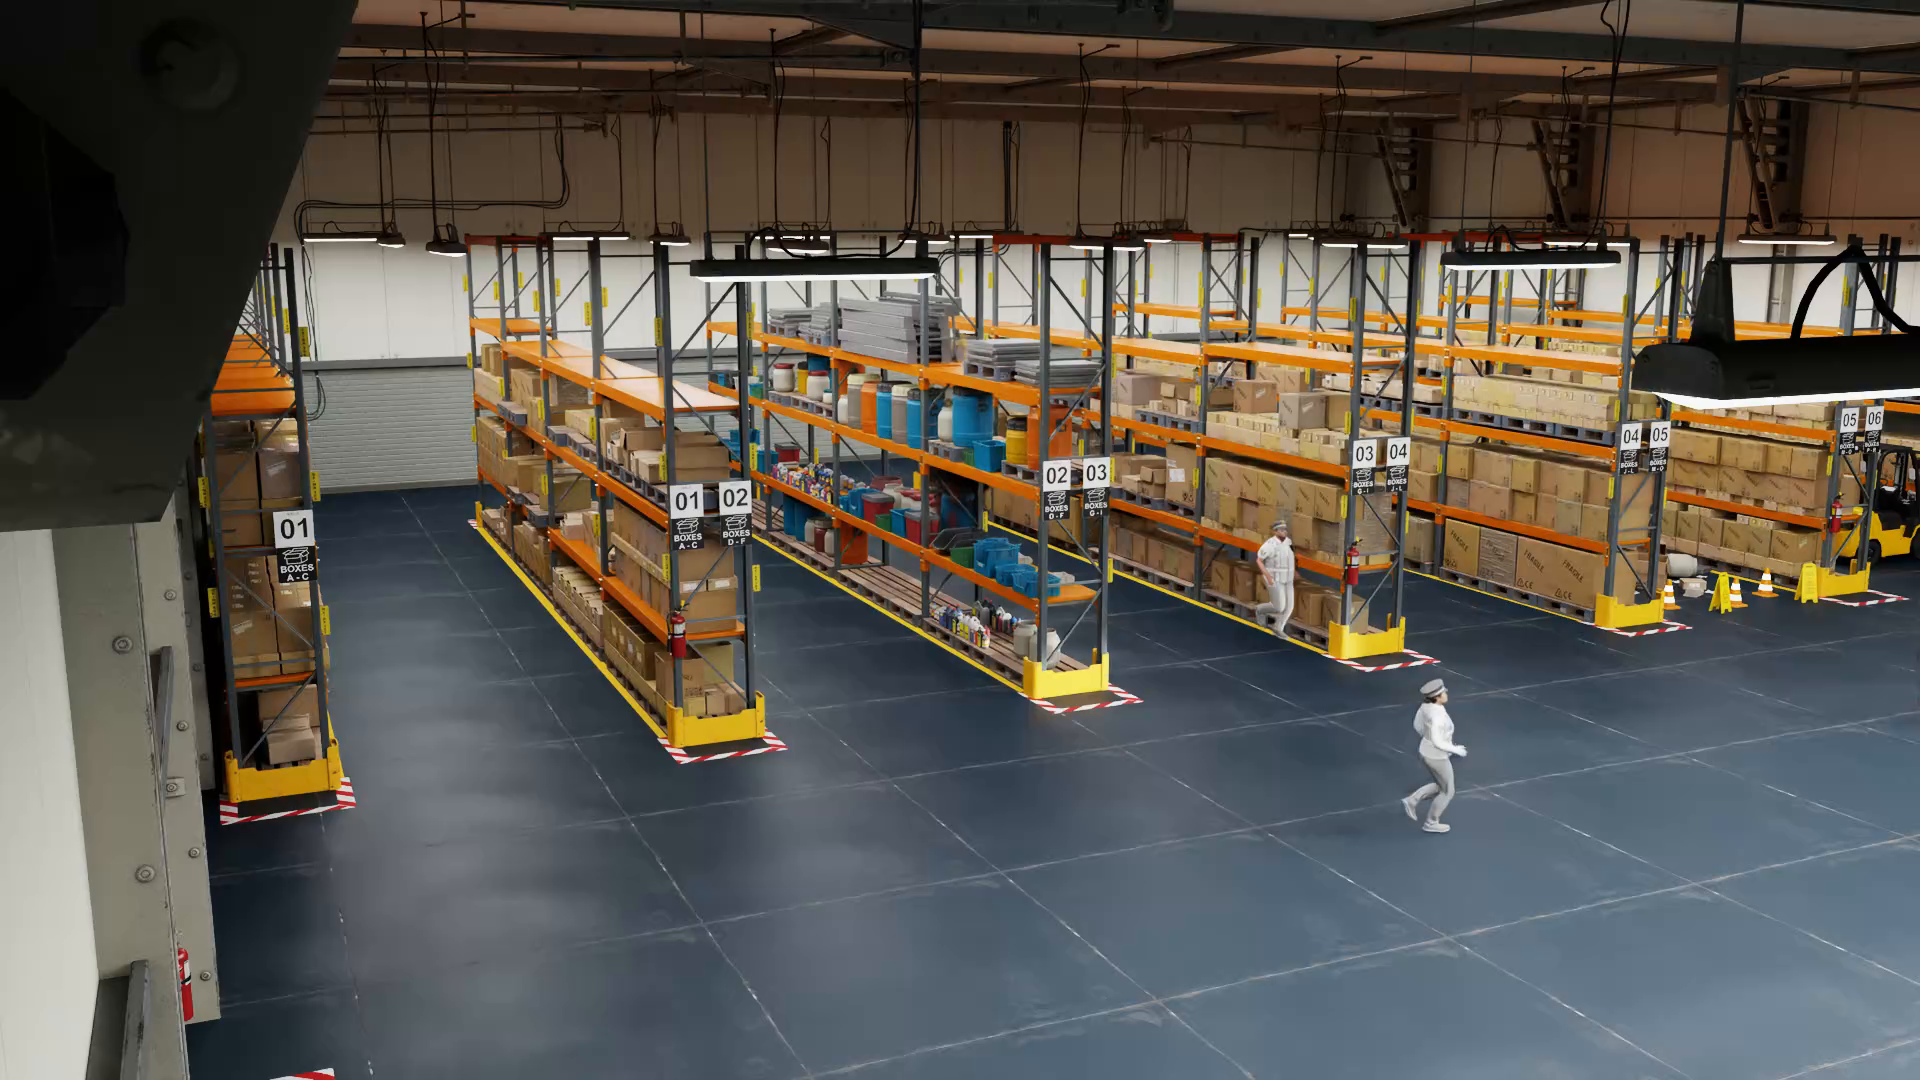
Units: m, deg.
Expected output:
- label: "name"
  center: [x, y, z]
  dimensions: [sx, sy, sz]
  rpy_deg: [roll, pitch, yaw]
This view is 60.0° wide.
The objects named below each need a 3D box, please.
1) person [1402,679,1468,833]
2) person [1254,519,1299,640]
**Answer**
- label: "person"
  center: [4.929, 2.239, 17.248]
  dimensions: [0.573, 1.648, 0.587]
  rpy_deg: [0, 11, -1]
- label: "person"
  center: [4.619, 0.552, 24.227]
  dimensions: [0.672, 1.758, 0.602]
  rpy_deg: [-7, 13, -30]
